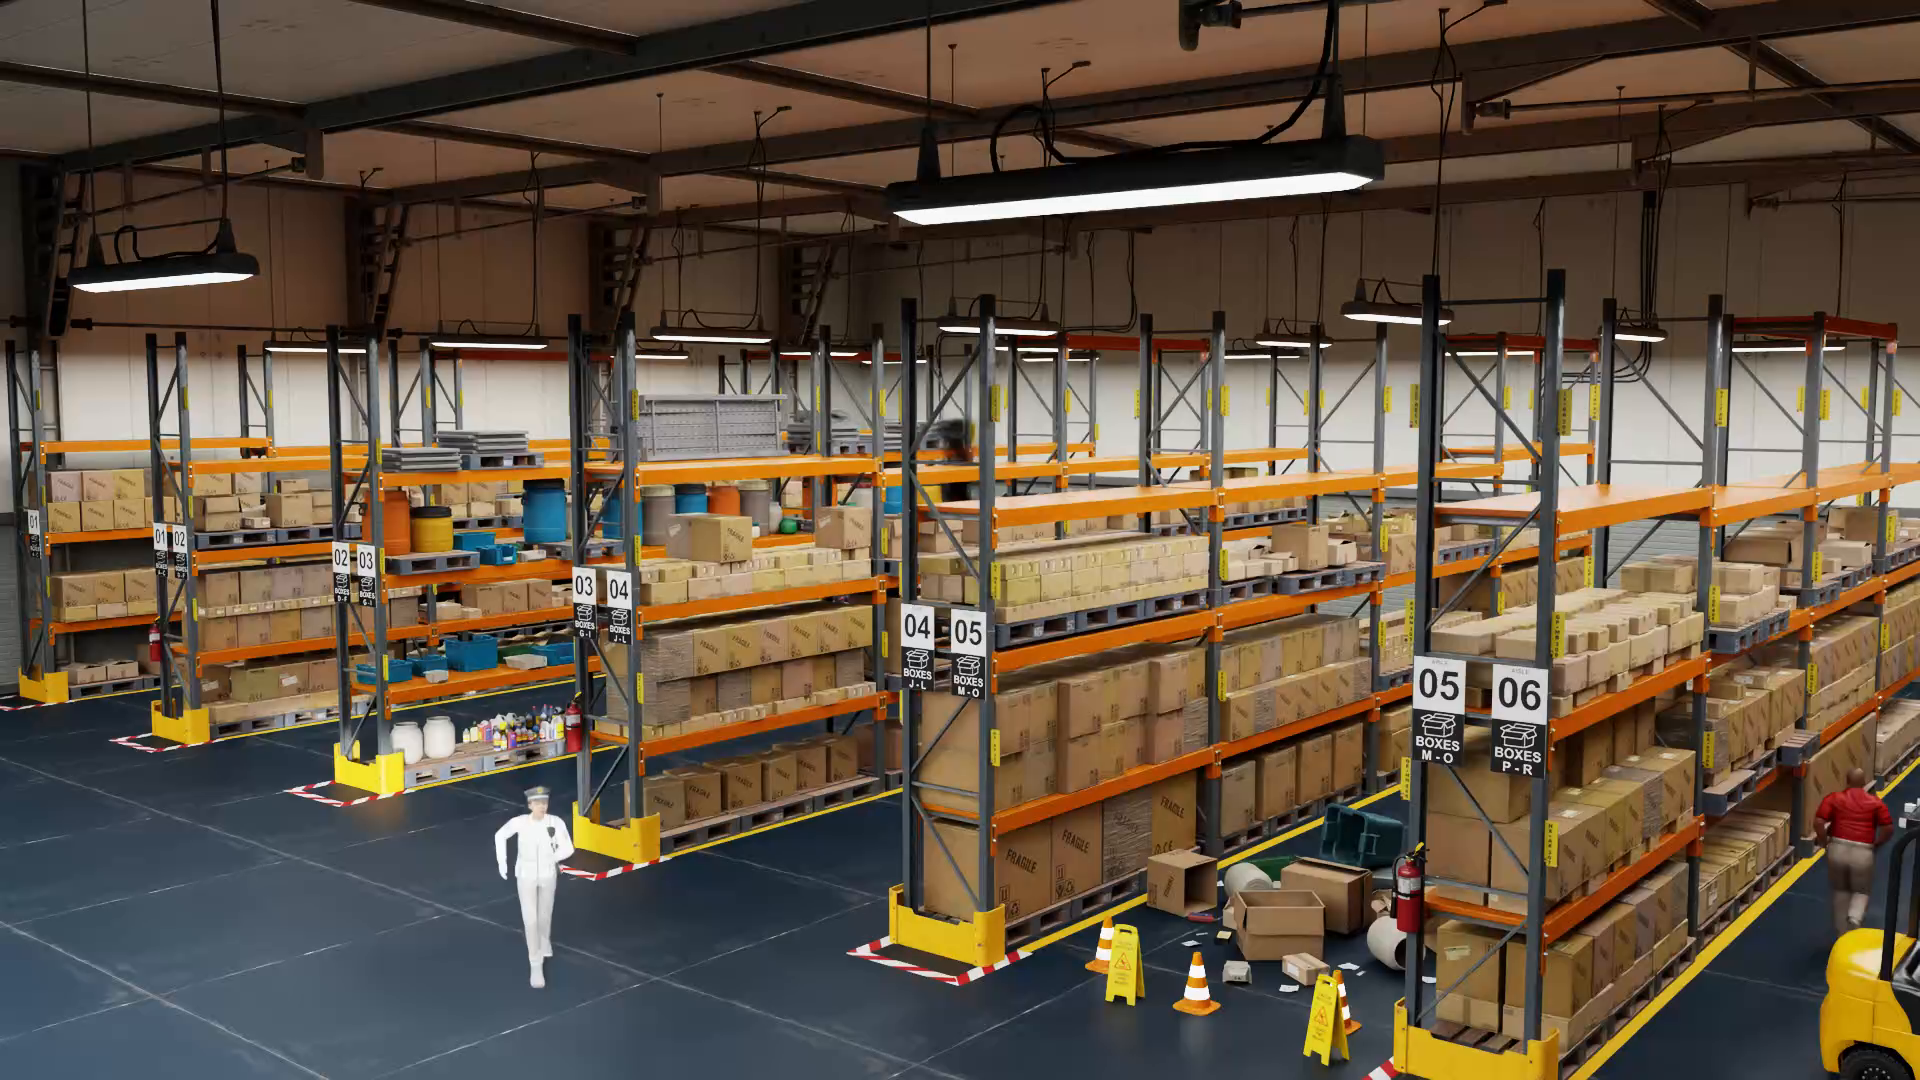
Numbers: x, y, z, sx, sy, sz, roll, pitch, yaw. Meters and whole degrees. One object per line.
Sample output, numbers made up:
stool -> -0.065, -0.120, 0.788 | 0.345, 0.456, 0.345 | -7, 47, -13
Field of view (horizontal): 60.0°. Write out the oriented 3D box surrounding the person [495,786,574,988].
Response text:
person -> -3.753, 3.005, 14.707 | 0.646, 1.740, 0.823 | -2, 6, -21

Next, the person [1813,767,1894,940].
person -> 8.281, 2.958, 15.442 | 0.662, 1.659, 0.645 | 4, 6, 34

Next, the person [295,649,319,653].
person -> -11.004, 1.777, 27.960 | 0.791, 1.810, 0.802 | 3, 6, 31
